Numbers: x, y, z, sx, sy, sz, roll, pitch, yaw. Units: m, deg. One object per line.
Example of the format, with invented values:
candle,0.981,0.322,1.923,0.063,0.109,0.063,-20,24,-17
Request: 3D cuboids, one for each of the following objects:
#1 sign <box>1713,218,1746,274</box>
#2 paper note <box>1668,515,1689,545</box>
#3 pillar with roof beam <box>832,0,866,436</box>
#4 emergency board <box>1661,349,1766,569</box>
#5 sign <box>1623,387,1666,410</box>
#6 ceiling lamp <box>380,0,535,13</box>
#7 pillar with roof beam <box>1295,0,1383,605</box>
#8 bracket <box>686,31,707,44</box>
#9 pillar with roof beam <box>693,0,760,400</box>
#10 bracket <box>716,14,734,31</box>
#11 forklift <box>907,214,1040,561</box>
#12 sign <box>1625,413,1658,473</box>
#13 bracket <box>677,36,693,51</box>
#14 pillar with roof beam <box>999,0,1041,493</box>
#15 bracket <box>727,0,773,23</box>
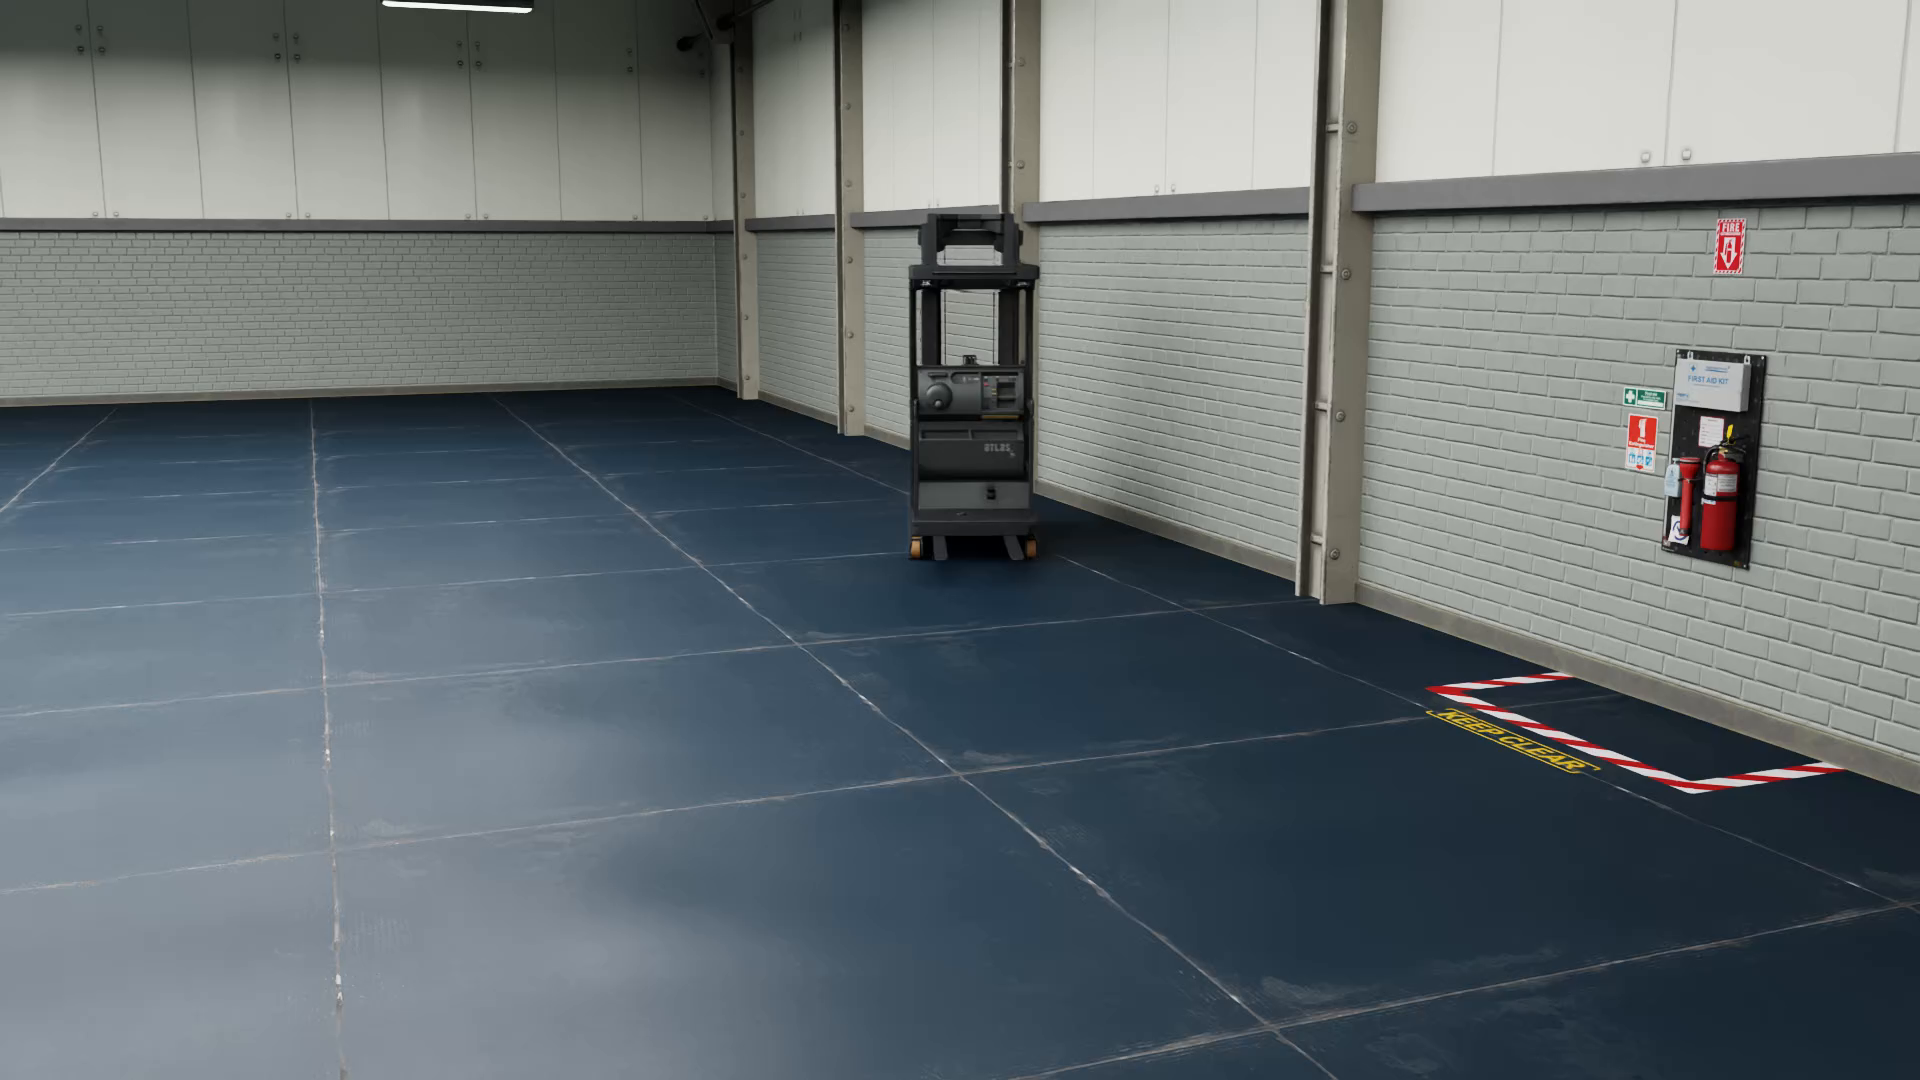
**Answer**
sign,4.211,-1.607,9.099,0.001,0.298,0.199,-4,11,-21
paper note,4.121,-0.058,9.523,0.016,0.148,0.142,-4,11,-21
pillar with roof beam,-5.554,-5.671,21.434,9.100,9.000,0.400,-4,11,-21
emergency board,4.121,-0.458,9.259,0.194,1.169,0.643,-4,11,-21
sign,4.010,-0.832,9.747,0.001,0.109,0.331,-4,11,-21
ceiling lamp,-6.939,-8.852,22.649,2.000,3.185,0.800,-4,11,-21
pillar with roof beam,-1.206,-3.712,10.422,9.100,9.000,0.400,-4,11,-21
bracket,-4.842,-9.031,30.047,0.076,0.066,3.189,-4,11,-21
pillar with roof beam,-7.729,-6.650,26.940,9.100,9.000,0.548,-4,11,-21
bracket,-3.897,-8.605,27.653,0.235,0.232,0.430,-4,11,-21
forklift,0.106,-1.332,14.371,1.130,2.935,3.031,0,10,-2
sign,4.016,-0.572,9.800,0.001,0.329,0.234,-4,11,-21
bracket,-5.056,-9.127,30.589,0.235,0.232,0.430,-4,11,-21
pillar with roof beam,-3.380,-4.691,15.928,9.100,9.000,0.400,-4,11,-21
bracket,-2.963,-8.185,25.289,0.076,0.066,4.783,-4,11,-21
